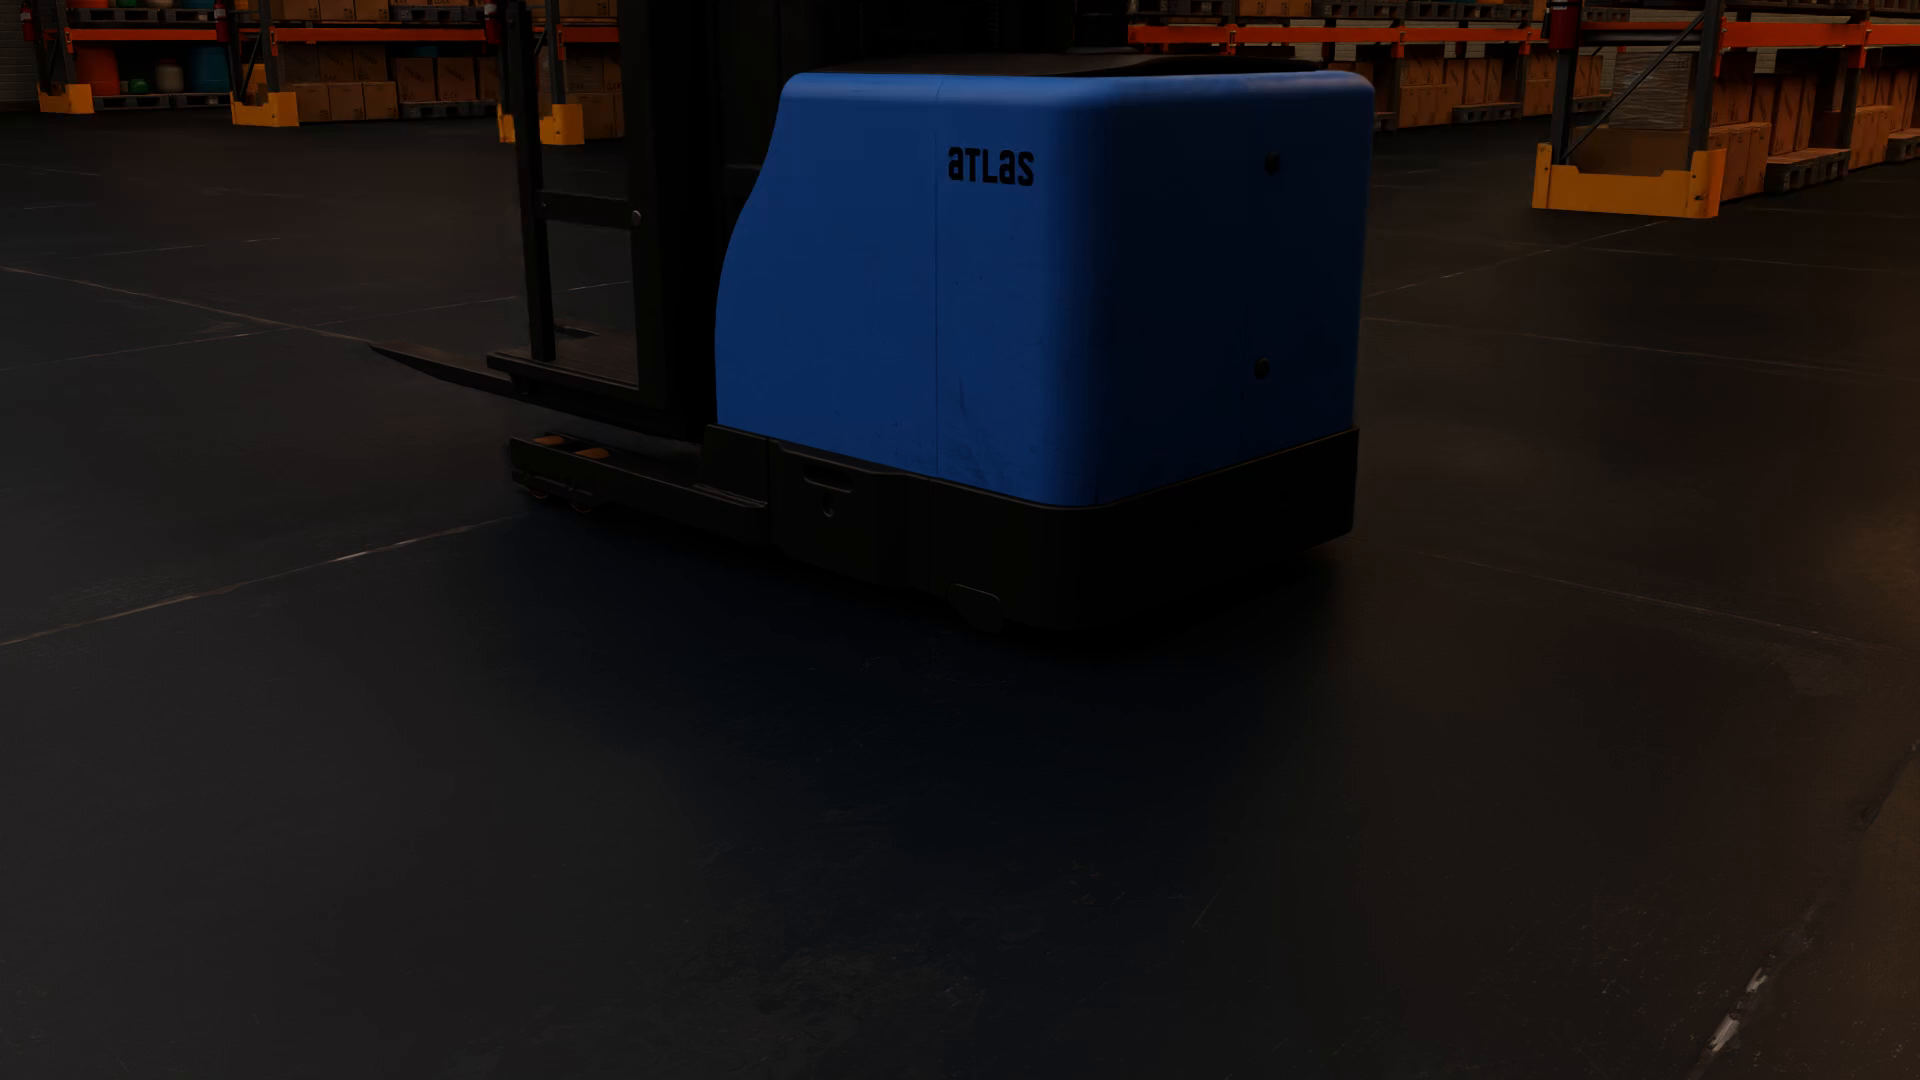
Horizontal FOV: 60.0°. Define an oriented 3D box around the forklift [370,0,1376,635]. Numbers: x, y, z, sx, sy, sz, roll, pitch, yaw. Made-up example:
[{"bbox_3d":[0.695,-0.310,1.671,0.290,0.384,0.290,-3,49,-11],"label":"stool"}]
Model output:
[{"bbox_3d":[-0.516,-1.563,4.043,3.031,2.935,1.130,16,23,41],"label":"forklift"}]
